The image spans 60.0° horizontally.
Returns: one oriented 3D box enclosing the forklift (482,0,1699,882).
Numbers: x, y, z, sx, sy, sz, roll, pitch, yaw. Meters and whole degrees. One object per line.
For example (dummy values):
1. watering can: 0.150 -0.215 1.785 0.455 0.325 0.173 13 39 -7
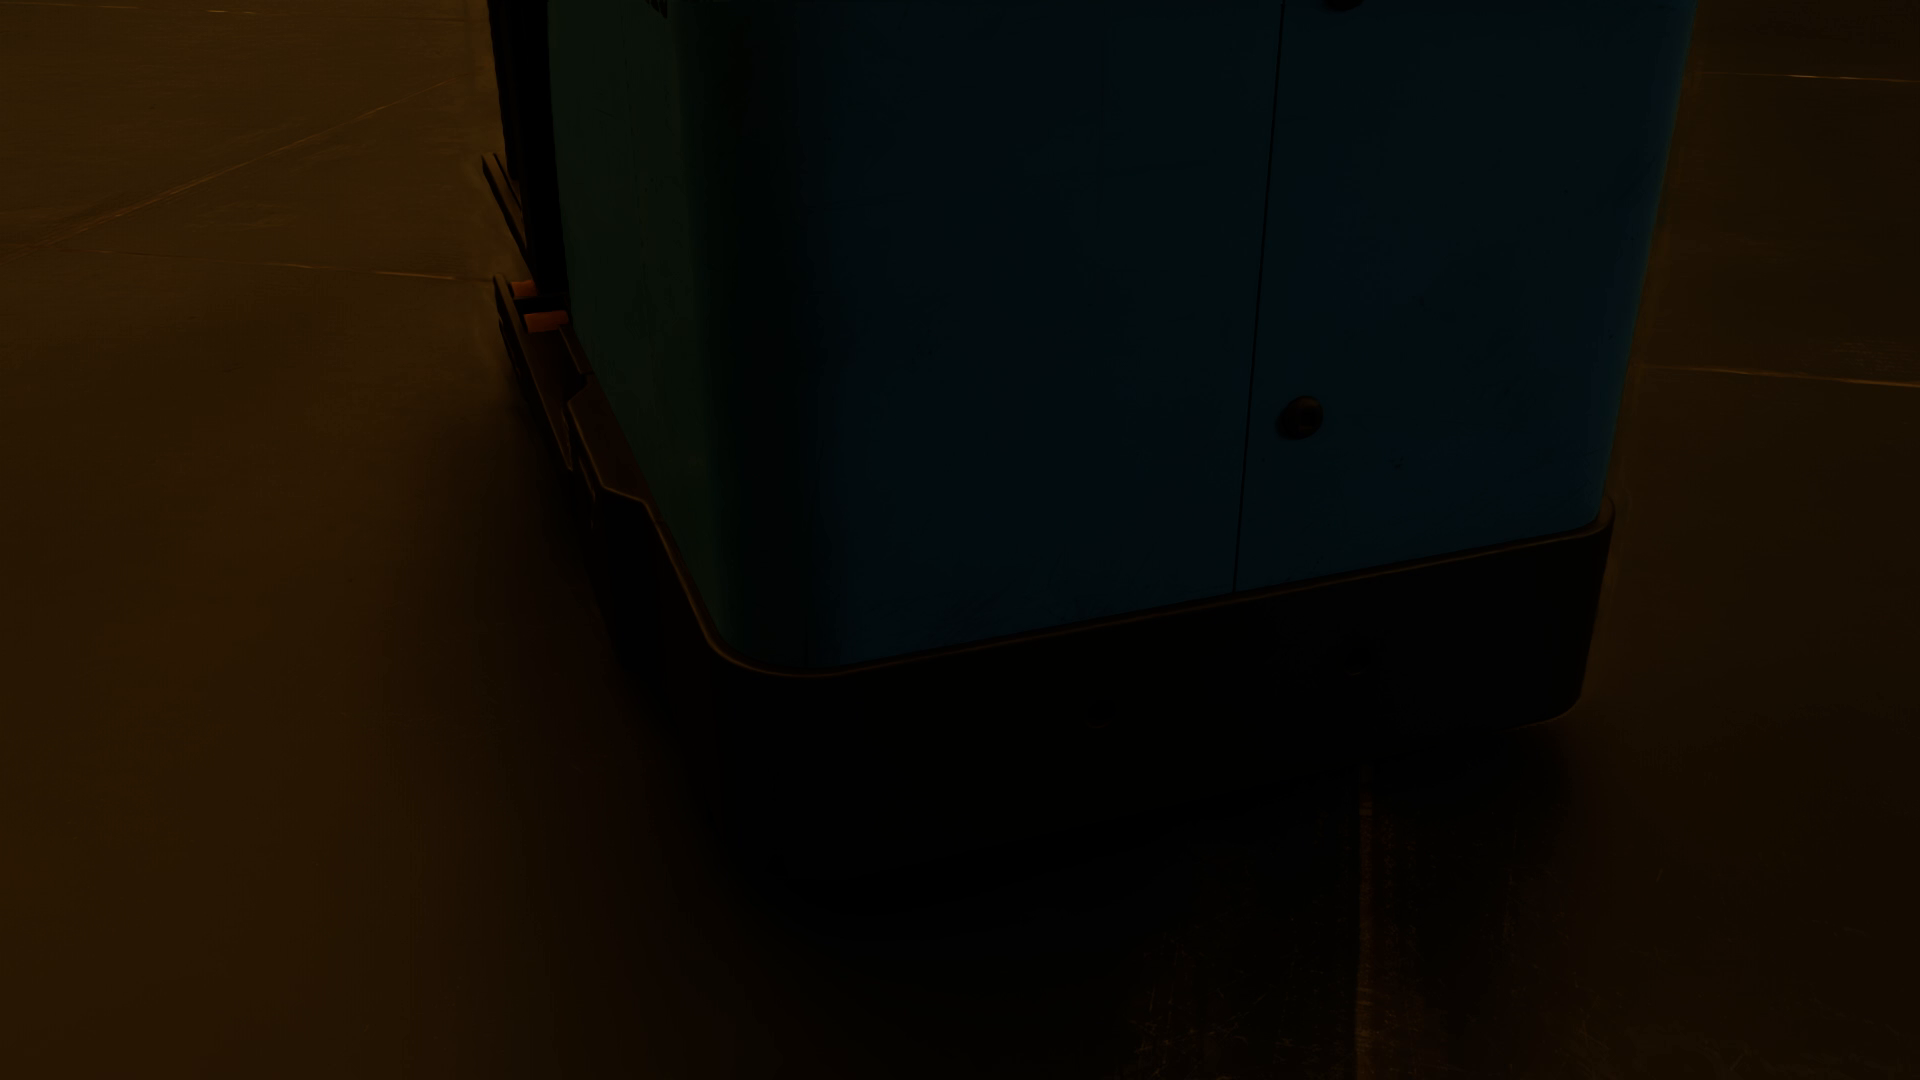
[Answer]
1. forklift: -0.238 -1.610 2.437 1.130 2.935 3.031 -9 28 -18
